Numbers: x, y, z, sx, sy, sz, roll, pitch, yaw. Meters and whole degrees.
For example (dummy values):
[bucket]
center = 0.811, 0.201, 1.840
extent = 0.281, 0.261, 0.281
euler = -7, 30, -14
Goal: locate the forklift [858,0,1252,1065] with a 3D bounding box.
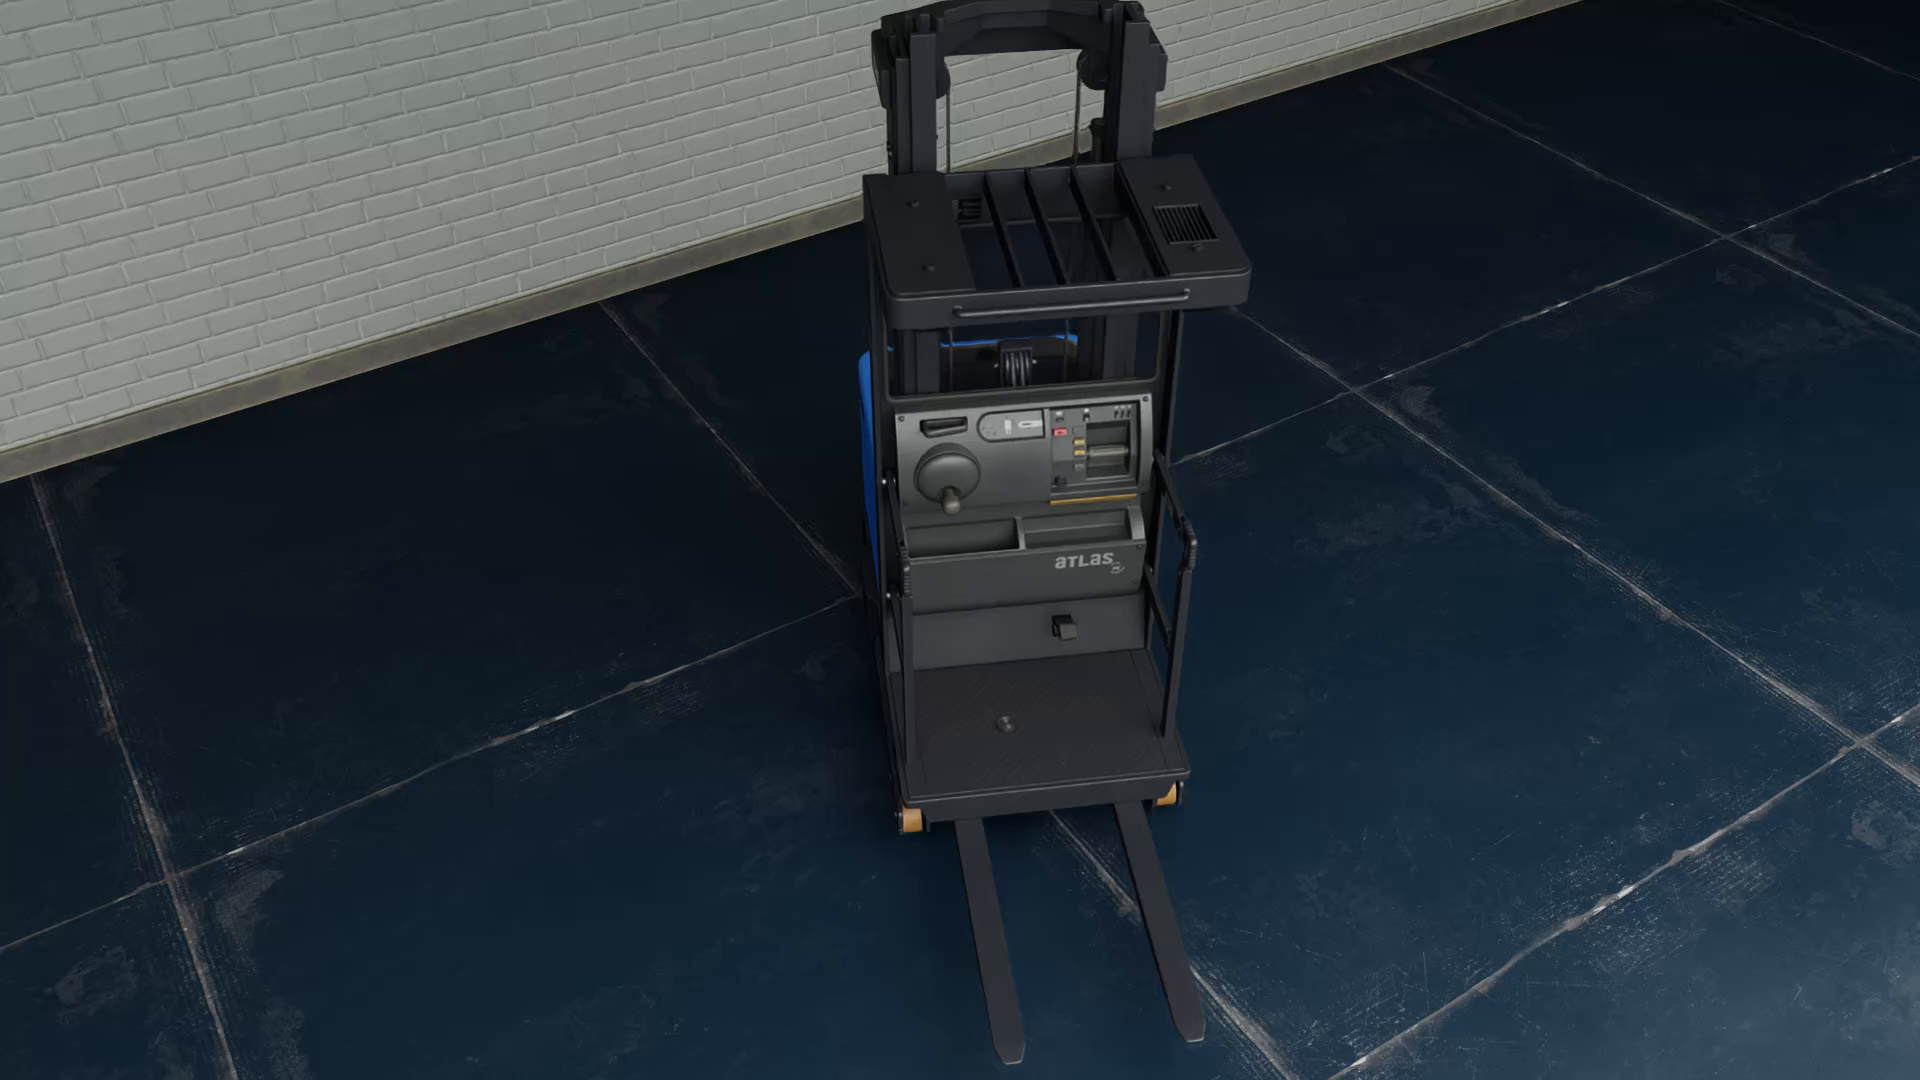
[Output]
[forklift]
center = 0.265, -0.236, 5.805
extent = 1.130, 2.935, 3.031
euler = -5, 40, -6
